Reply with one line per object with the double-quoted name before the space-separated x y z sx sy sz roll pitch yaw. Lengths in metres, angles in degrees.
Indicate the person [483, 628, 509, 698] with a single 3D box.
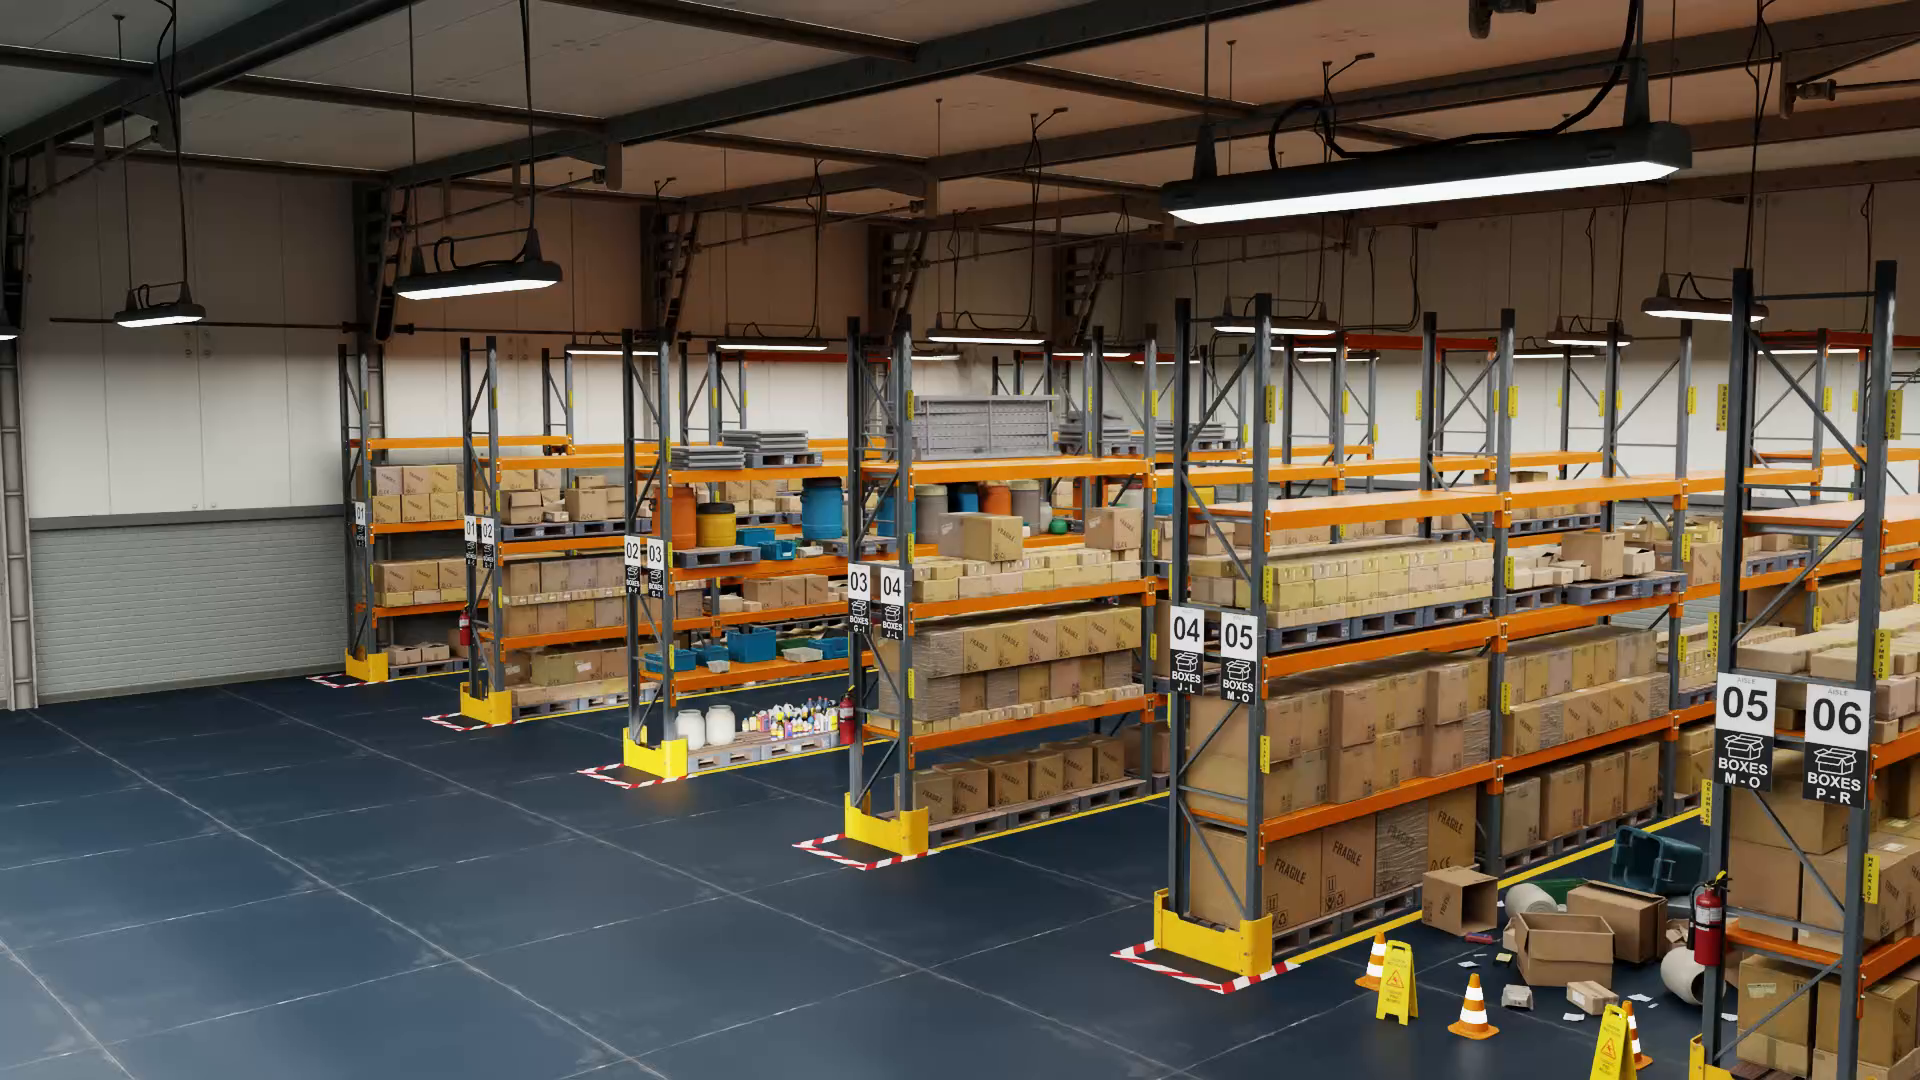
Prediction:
"person" -7.815 1.814 28.444 0.545 1.662 1.091 3 6 32
